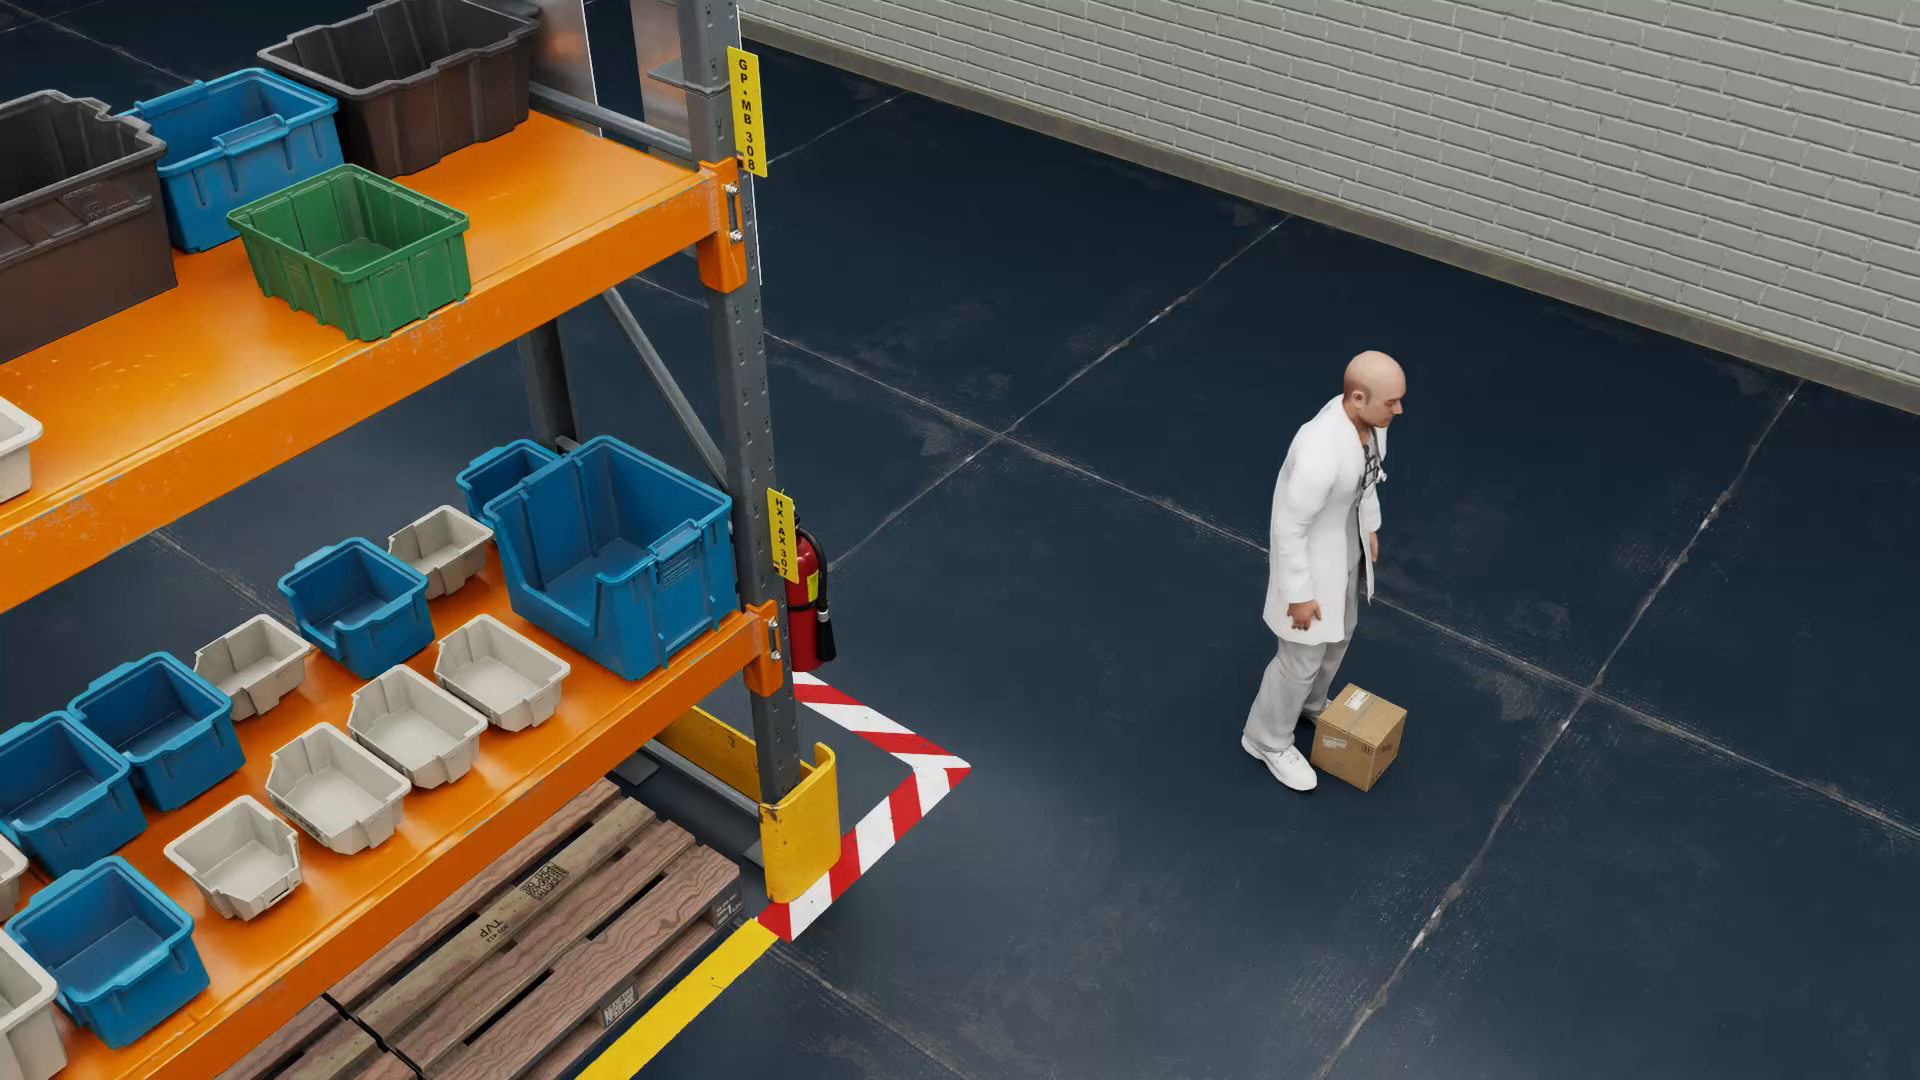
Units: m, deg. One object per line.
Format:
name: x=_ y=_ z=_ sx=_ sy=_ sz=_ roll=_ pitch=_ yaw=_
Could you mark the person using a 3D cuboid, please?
person: x=1.338 y=0.076 z=6.069 sx=0.423 sy=1.775 sz=0.643 roll=26 pitch=45 yaw=29
